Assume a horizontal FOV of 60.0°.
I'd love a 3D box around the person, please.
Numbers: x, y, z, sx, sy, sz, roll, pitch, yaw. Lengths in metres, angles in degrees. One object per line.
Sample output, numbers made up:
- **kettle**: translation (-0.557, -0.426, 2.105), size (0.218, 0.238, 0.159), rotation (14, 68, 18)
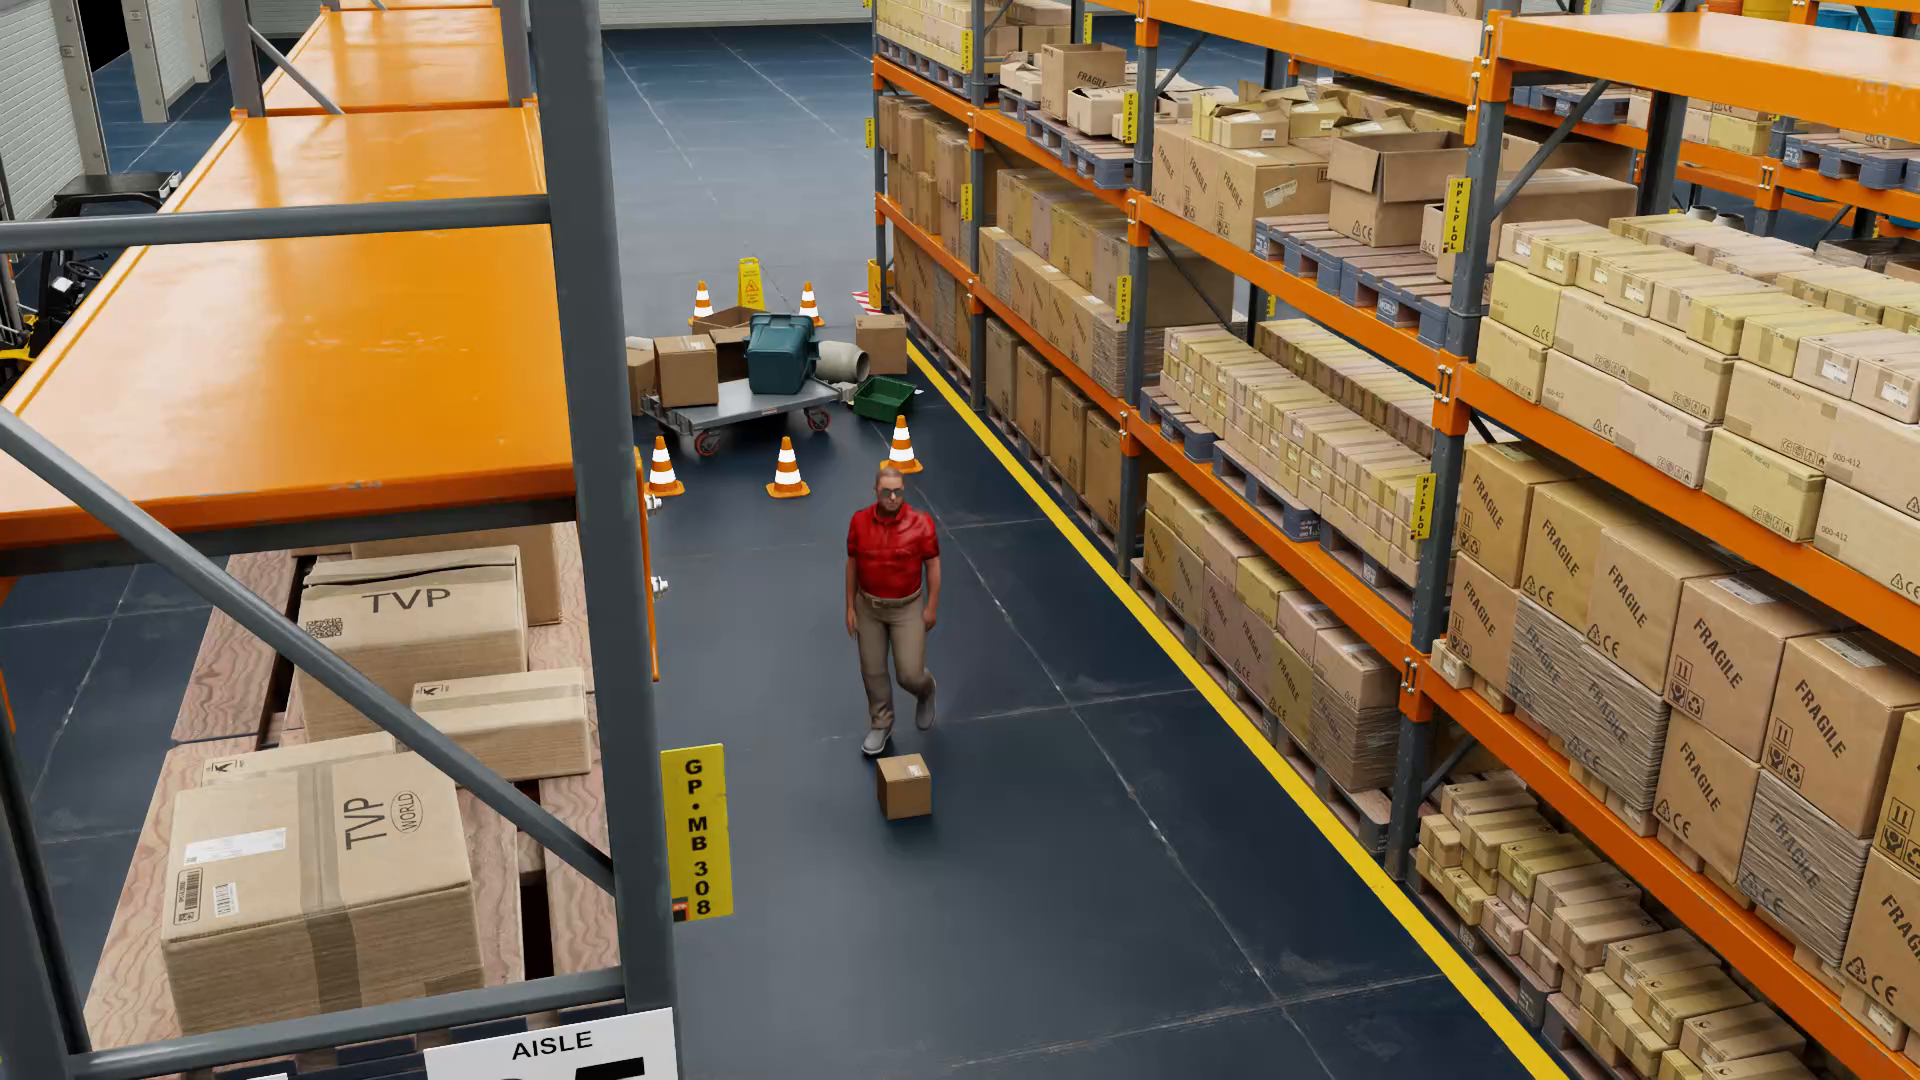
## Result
- **person**: translation (-0.389, 0.389, 9.650), size (0.550, 1.714, 0.553), rotation (7, 24, 16)
